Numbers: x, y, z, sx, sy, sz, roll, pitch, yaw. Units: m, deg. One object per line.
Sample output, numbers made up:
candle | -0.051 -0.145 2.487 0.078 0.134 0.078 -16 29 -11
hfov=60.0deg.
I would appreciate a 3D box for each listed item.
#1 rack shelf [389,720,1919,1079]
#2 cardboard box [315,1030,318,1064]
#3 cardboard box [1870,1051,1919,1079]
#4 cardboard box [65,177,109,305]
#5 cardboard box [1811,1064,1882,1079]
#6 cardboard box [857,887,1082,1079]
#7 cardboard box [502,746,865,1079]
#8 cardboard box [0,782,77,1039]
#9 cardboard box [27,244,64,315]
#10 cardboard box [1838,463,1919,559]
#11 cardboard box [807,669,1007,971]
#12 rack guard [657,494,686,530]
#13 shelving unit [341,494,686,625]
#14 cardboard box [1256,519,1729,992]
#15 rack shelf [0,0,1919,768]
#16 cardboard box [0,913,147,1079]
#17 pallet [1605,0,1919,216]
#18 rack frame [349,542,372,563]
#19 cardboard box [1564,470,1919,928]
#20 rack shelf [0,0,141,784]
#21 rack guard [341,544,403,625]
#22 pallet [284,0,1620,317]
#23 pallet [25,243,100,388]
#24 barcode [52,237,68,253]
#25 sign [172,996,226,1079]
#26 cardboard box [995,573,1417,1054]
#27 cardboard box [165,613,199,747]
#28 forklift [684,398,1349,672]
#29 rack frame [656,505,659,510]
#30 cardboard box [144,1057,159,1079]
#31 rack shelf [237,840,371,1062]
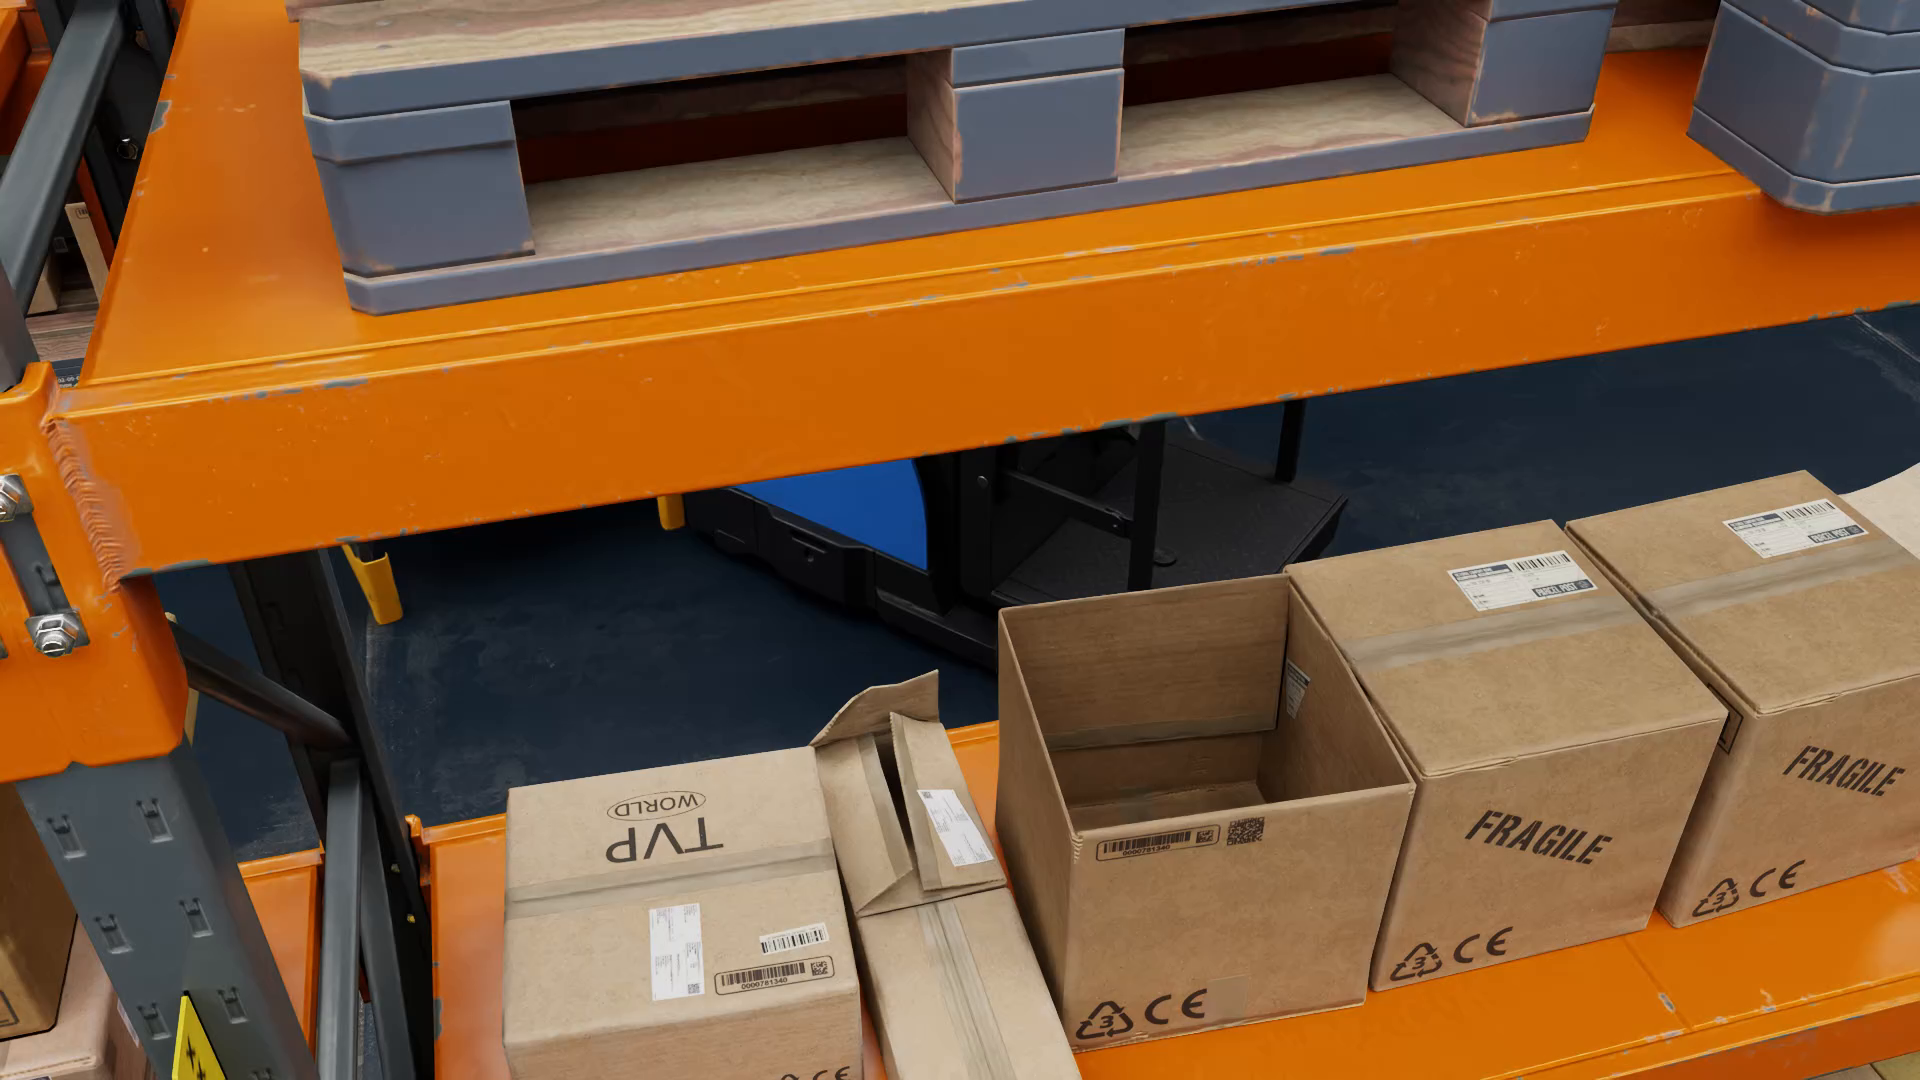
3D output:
rack shelf | 1.029 0.627 3.053 4.000 0.370 1.077 -9 38 -12
cardboard box | -1.431 1.176 3.045 0.500 0.500 0.500 -9 38 -12
cardboard box | 2.019 1.041 3.376 0.500 0.311 0.500 -10 39 -13
cardboard box | -3.188 -1.241 6.598 0.500 0.500 0.500 -12 39 -15
cardboard box | 1.530 1.119 3.274 0.500 0.311 0.500 -10 38 -12
cardboard box | 0.007 0.738 2.524 0.250 0.149 0.380 -9 38 -12
cardboard box | -0.438 0.614 2.602 0.500 0.250 0.500 -7 38 -9
cardboard box | -1.328 0.177 1.899 0.500 0.500 0.700 -9 38 -12
cardboard box | -3.746 -1.048 6.635 0.250 0.149 0.380 -12 39 -16
cardboard box | 2.046 0.088 3.239 0.500 0.311 0.500 -10 38 -12
cardboard box | -0.101 0.465 2.784 0.258 0.266 0.396 -10 39 -13
rack guard | -1.137 -0.294 5.929 0.087 0.250 0.587 -20 42 -24
shelving unit | -1.565 -0.636 5.347 1.083 1.500 0.587 -20 42 -24
cardboard box | 0.836 0.344 2.750 0.500 0.500 0.500 -9 38 -12
rack shelf | 1.029 -0.564 2.142 4.000 0.370 1.077 -9 38 -12
cardboard box | -1.108 0.530 1.973 0.250 0.149 0.380 -9 38 -12
pallet | 1.249 -0.753 1.952 1.213 0.211 1.003 -8 38 -10
rack frame | -2.010 -0.476 5.138 0.032 1.500 0.500 -20 42 -24
cardboard box | 1.344 0.260 2.859 0.500 0.500 0.500 -11 39 -14
rack shelf | -2.832 0.069 1.314 4.000 0.370 1.077 -9 38 -12
rack guard | -1.994 0.014 5.525 0.087 0.250 0.587 -20 42 -24
pallet | -0.053 -0.604 1.760 1.217 0.209 0.805 -11 39 -14
pallet | -4.016 -0.817 6.644 1.213 0.211 1.003 -9 38 -12
barcode | -3.658 -1.194 6.735 0.075 0.075 0.001 -9 38 -12
sign | -0.755 0.608 1.708 0.005 0.325 0.100 -9 38 -12
cardboard box | 0.353 0.423 2.646 0.500 0.500 0.500 -7 38 -9
cardboard box | -1.212 0.290 2.286 0.250 0.149 0.380 -9 38 -12
forklift | 0.561 -0.923 4.544 3.031 2.935 1.130 23 43 27
rack frame | -1.136 -0.791 5.550 0.032 1.500 0.500 -20 42 -24
cardboard box | -1.328 0.693 2.293 0.500 0.500 0.700 -10 39 -13
rack shelf | -2.832 1.261 2.225 4.000 0.370 1.077 -9 38 -12
